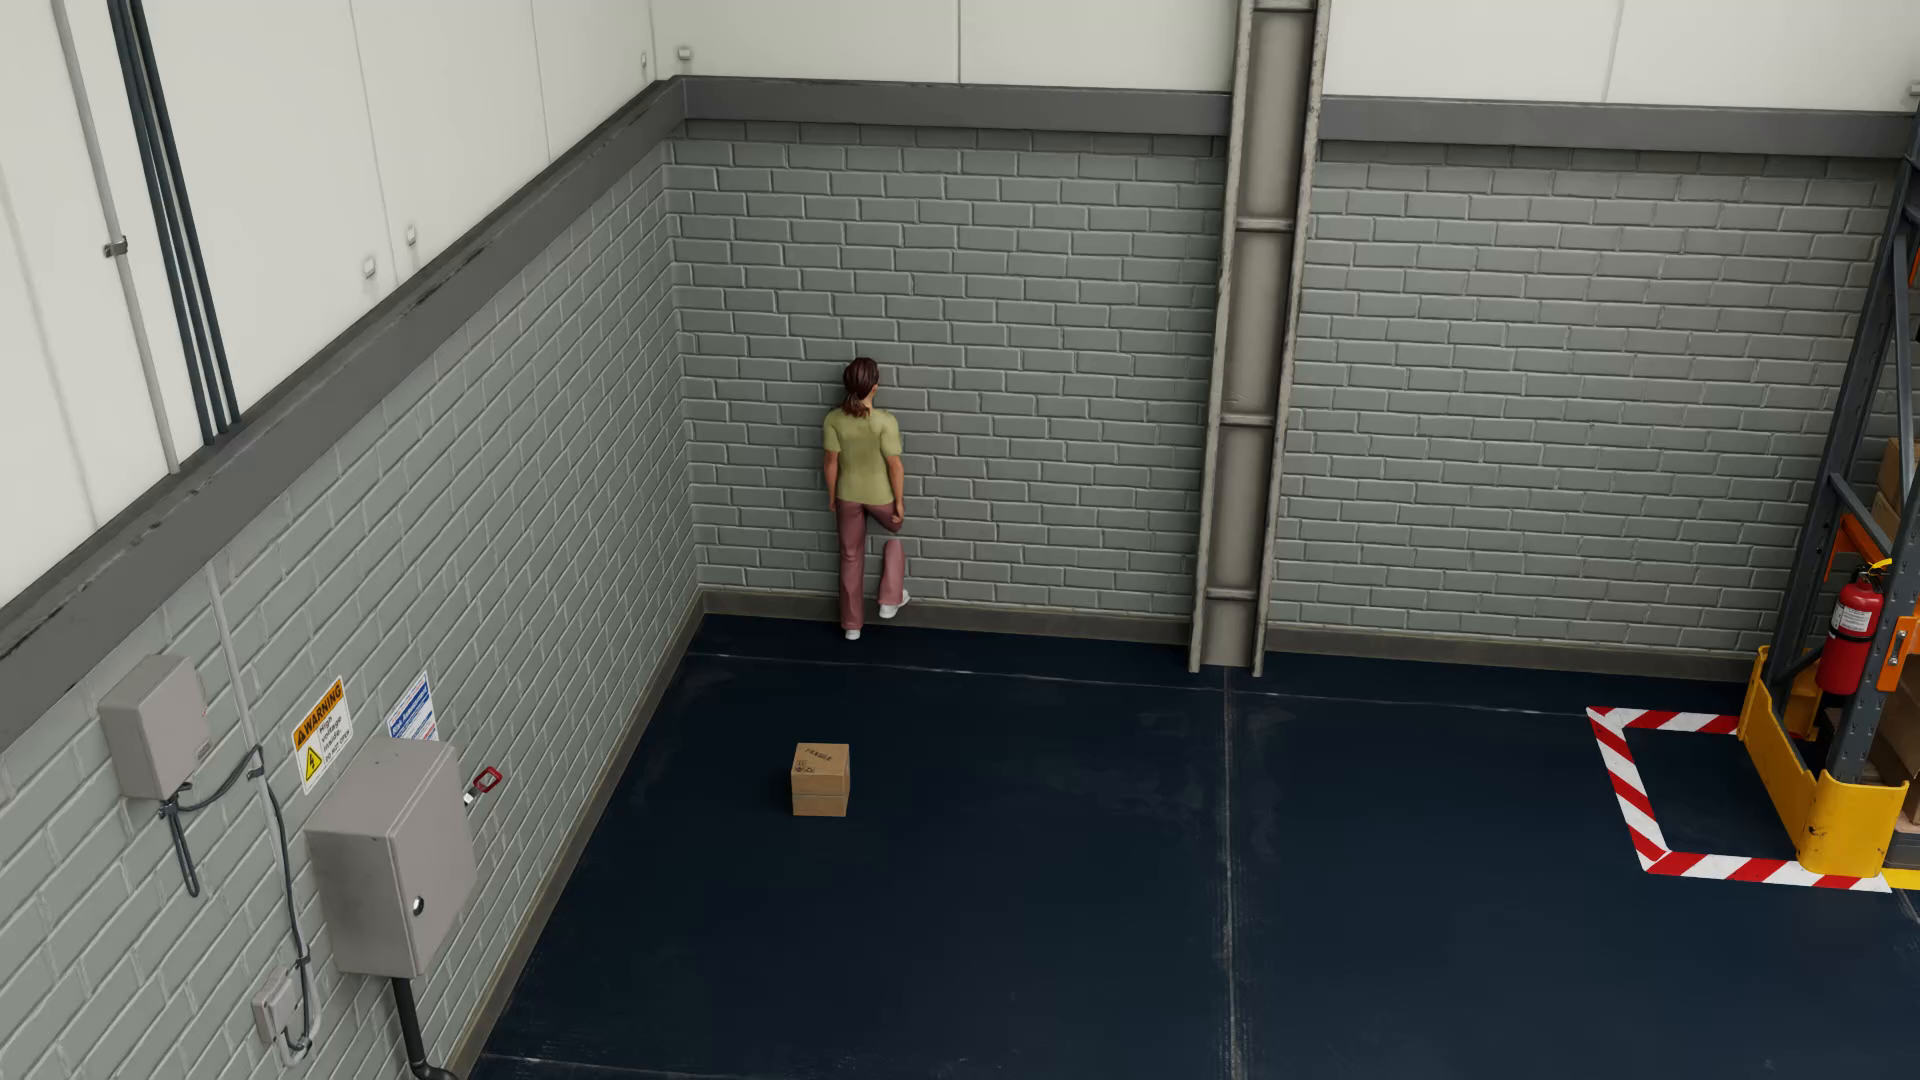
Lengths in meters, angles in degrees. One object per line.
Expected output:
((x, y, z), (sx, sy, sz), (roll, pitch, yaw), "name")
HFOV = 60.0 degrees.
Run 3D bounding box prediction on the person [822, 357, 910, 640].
((-0.491, -0.238, 9.066), (0.436, 1.678, 0.494), (6, 29, 11), "person")
